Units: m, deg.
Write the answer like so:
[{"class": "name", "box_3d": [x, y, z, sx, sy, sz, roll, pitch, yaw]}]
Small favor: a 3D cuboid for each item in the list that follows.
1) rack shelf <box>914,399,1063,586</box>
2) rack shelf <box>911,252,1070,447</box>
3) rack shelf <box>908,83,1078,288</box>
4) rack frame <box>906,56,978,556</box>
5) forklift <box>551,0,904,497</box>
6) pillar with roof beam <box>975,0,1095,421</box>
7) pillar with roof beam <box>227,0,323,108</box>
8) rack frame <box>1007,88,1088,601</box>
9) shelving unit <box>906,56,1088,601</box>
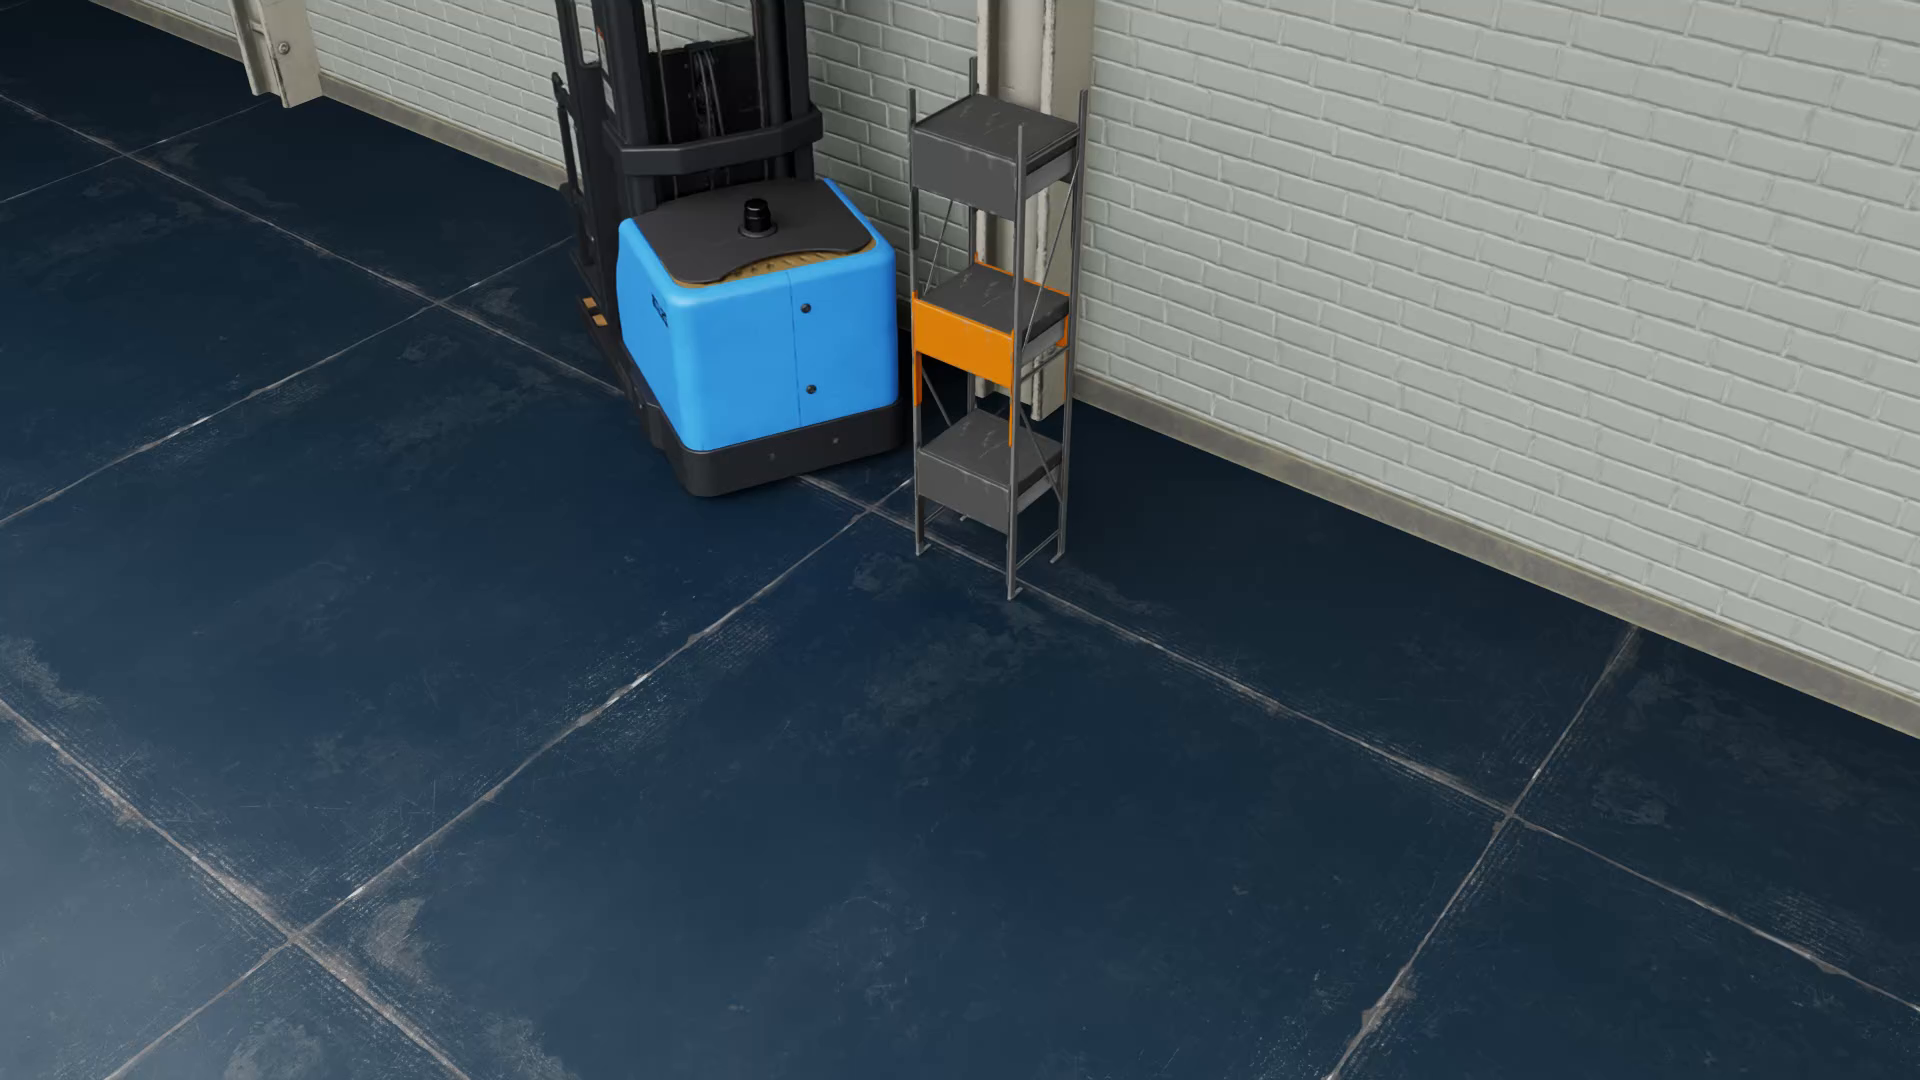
[{"class": "rack shelf", "box_3d": [0.131, -0.203, 6.963, 0.480, 0.518, 0.431, 25, 45, 29]}, {"class": "rack shelf", "box_3d": [0.131, -0.754, 6.532, 0.480, 0.518, 0.431, 25, 45, 29]}, {"class": "rack shelf", "box_3d": [0.131, -1.305, 6.100, 0.480, 0.518, 0.431, 25, 45, 29]}, {"class": "rack frame", "box_3d": [-0.062, -0.856, 6.640, 0.015, 2.100, 0.400, 25, 45, 29]}, {"class": "forklift", "box_3d": [-1.339, -2.248, 7.743, 1.130, 2.935, 3.031, -16, 41, -19]}, {"class": "pillar with roof beam", "box_3d": [-2.298, -2.152, 2.699, 0.400, 9.000, 9.100, 25, 45, 29]}, {"class": "pillar with roof beam", "box_3d": [-7.063, -4.399, 5.569, 0.400, 9.000, 9.100, 25, 45, 29]}, {"class": "rack frame", "box_3d": [0.325, -0.673, 6.407, 0.015, 2.100, 0.400, 25, 45, 29]}, {"class": "shelving unit", "box_3d": [0.131, -0.765, 6.524, 0.503, 2.100, 0.431, 25, 45, 29]}]
